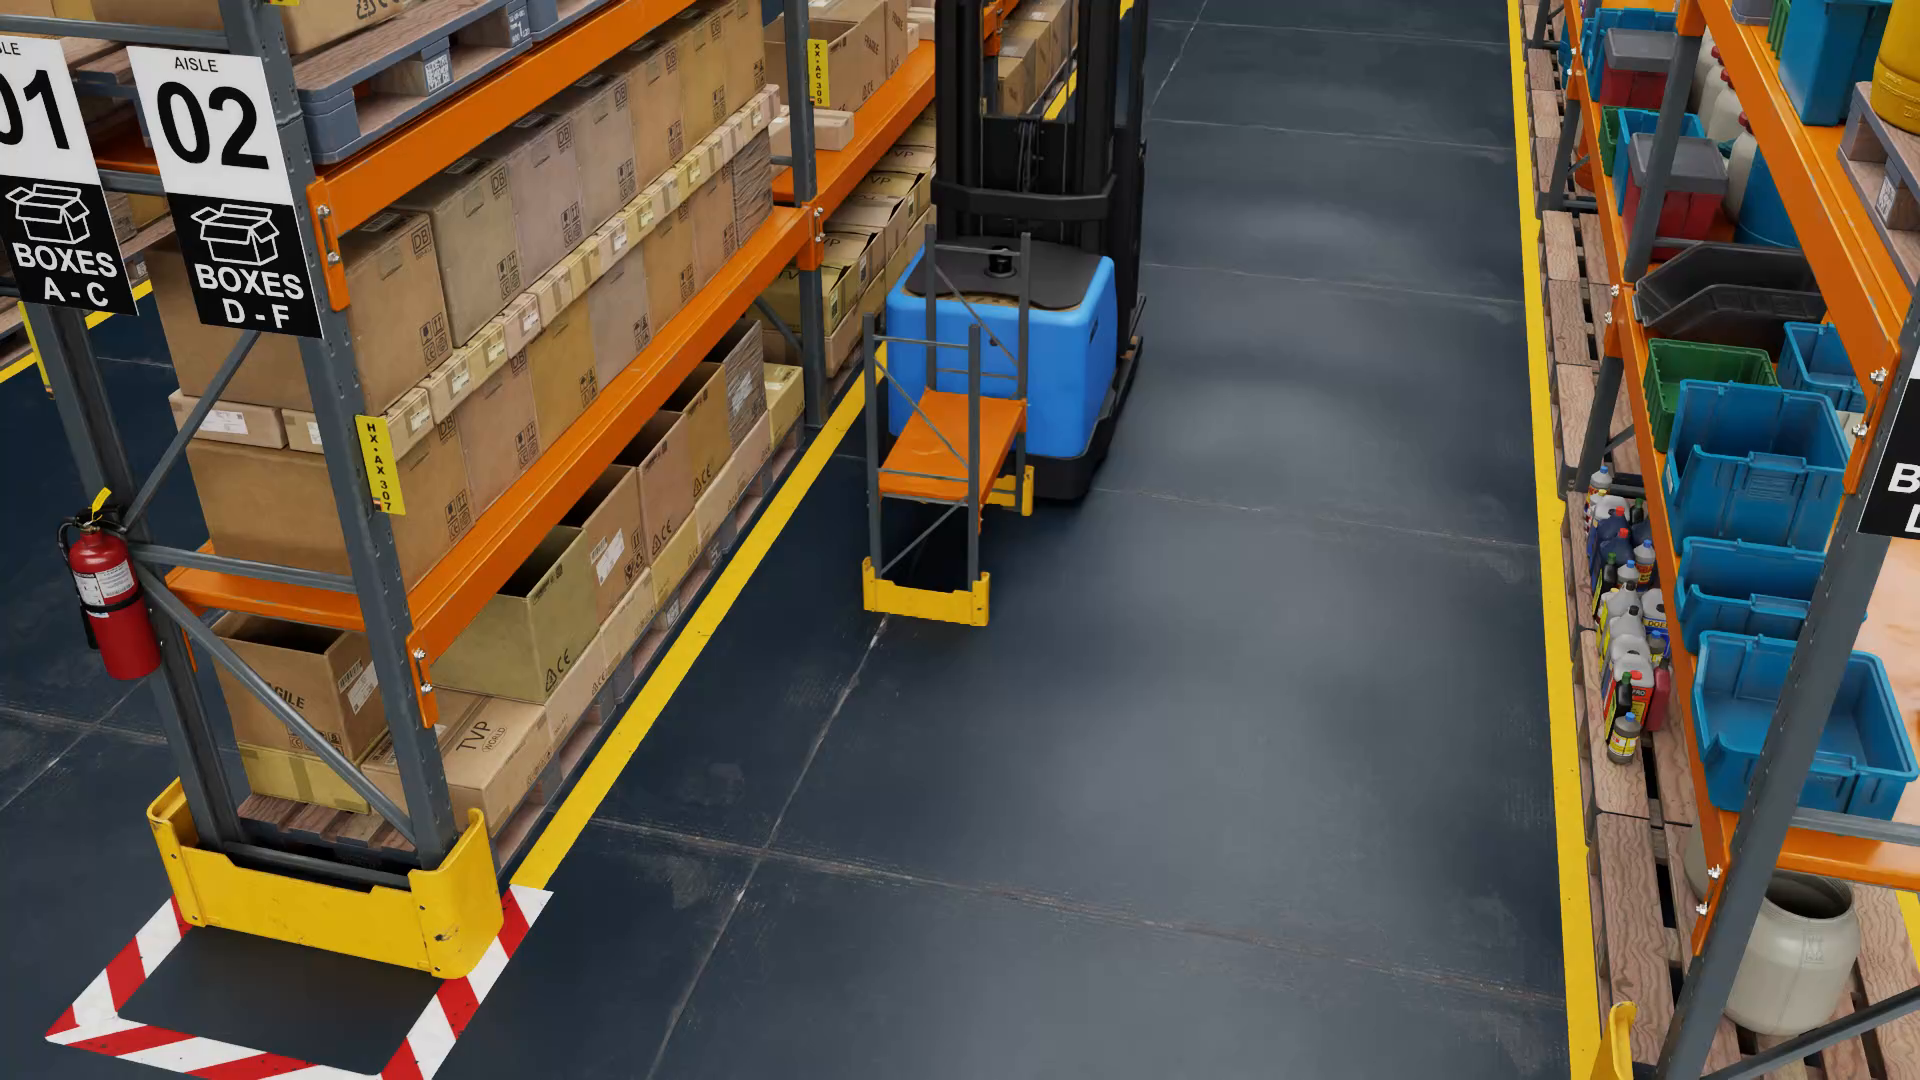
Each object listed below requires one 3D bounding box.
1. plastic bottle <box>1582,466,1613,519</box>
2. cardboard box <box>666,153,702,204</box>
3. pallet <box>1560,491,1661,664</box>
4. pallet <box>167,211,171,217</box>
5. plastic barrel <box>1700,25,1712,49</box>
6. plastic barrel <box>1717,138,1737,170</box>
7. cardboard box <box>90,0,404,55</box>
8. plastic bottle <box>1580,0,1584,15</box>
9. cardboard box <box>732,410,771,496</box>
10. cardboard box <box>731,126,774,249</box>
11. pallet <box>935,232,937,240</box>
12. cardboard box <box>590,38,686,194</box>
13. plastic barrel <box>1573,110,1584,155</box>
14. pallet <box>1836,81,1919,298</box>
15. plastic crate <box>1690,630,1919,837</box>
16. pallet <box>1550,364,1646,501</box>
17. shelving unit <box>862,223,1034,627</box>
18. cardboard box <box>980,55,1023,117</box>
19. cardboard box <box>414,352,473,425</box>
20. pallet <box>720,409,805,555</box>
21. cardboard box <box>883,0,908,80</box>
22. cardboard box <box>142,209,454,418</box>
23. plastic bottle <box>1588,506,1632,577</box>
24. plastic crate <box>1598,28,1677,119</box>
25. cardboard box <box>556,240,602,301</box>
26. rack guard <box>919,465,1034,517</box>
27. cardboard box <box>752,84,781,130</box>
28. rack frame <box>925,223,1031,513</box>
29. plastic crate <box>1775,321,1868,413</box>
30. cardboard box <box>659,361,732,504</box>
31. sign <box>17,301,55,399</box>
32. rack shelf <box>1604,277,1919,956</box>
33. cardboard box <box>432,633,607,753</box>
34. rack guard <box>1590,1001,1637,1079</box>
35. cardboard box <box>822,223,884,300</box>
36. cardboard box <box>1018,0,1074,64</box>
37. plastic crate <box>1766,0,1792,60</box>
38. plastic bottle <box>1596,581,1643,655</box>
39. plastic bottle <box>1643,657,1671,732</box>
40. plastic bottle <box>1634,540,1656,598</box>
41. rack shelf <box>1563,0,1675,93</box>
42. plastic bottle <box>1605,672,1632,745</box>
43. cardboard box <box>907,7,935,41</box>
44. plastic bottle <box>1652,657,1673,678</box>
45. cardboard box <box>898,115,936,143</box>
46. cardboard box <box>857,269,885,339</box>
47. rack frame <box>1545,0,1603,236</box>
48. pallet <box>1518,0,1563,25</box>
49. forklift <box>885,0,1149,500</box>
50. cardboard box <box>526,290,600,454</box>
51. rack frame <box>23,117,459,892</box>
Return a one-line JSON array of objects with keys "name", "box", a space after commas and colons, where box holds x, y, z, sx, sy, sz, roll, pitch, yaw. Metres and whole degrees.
[{"name": "plastic bottle", "box": [3.051, -0.228, 7.945, 0.097, 0.271, 0.097, 0, 32, 0]}, {"name": "cardboard box", "box": [-1.356, -1.593, 7.263, 0.380, 0.149, 0.250, 8, 33, 12]}, {"name": "pallet", "box": [3.345, 0.221, 7.706, 1.003, 0.211, 1.213, 8, 33, 12]}, {"name": "pallet", "box": [-5.523, -2.510, 12.002, 1.003, 0.211, 1.213, 8, 33, 12]}, {"name": "plastic barrel", "box": [4.517, -2.859, 9.847, 0.421, 0.512, 0.421, 0, 32, 0]}, {"name": "plastic barrel", "box": [4.040, -1.907, 8.582, 0.301, 0.262, 0.301, 0, 32, 0]}, {"name": "cardboard box", "box": [-2.099, -1.743, 4.782, 0.797, 0.503, 0.637, 10, 34, 16]}, {"name": "plastic bottle", "box": [4.367, -3.736, 11.516, 0.097, 0.201, 0.097, 0, 32, 0]}, {"name": "cardboard box", "box": [-1.277, -0.464, 8.355, 0.500, 0.250, 0.500, 8, 33, 12]}, {"name": "cardboard box", "box": [-1.341, -1.787, 8.171, 0.700, 0.500, 0.500, 7, 33, 11]}, {"name": "pallet", "box": [-0.777, -1.821, 10.918, 1.003, 0.211, 1.213, 8, 33, 12]}, {"name": "cardboard box", "box": [-1.595, -1.812, 7.002, 0.700, 0.500, 0.500, 8, 33, 12]}, {"name": "plastic barrel", "box": [4.736, -3.064, 12.201, 0.421, 0.512, 0.421, 0, 32, 0]}, {"name": "pallet", "box": [2.846, -0.826, 4.133, 1.003, 0.211, 1.213, 8, 33, 12]}, {"name": "plastic crate", "box": [2.379, 0.539, 4.745, 0.499, 0.251, 0.616, 8, 33, 12]}, {"name": "pallet", "box": [3.718, -0.535, 8.895, 1.003, 0.211, 1.213, 8, 33, 12]}, {"name": "shelving unit", "box": [-0.038, -0.550, 7.716, 0.587, 1.500, 1.083, 8, 33, 12]}, {"name": "cardboard box", "box": [0.173, -3.379, 12.689, 0.500, 0.500, 0.500, 9, 34, 14]}, {"name": "cardboard box", "box": [-1.877, -0.527, 5.586, 0.380, 0.149, 0.250, 7, 33, 11]}, {"name": "pallet", "box": [-1.476, -0.392, 8.669, 1.003, 0.211, 1.213, 8, 33, 12]}, {"name": "cardboard box", "box": [-0.629, -3.220, 10.427, 0.500, 0.500, 0.500, 6, 33, 10]}, {"name": "cardboard box", "box": [-2.105, -0.757, 5.343, 0.700, 0.500, 0.500, 8, 33, 13]}, {"name": "plastic bottle", "box": [2.950, -0.005, 7.520, 0.144, 0.351, 0.185, 9, 34, 14]}, {"name": "plastic crate", "box": [3.865, -2.605, 9.492, 0.402, 0.464, 0.583, 8, 33, 12]}, {"name": "cardboard box", "box": [-1.616, -1.059, 6.421, 0.380, 0.149, 0.250, 8, 33, 12]}, {"name": "rack guard", "box": [0.082, -0.281, 8.460, 0.587, 0.250, 0.087, 8, 33, 12]}, {"name": "cardboard box", "box": [-1.096, -2.121, 8.093, 0.380, 0.149, 0.250, 8, 33, 12]}, {"name": "rack frame", "box": [0.082, -0.810, 8.125, 0.500, 1.500, 0.032, 8, 33, 12]}, {"name": "plastic crate", "box": [3.538, -0.625, 6.576, 0.499, 0.251, 0.616, 8, 33, 12]}, {"name": "cardboard box", "box": [-1.402, -0.520, 7.745, 0.500, 0.500, 0.500, 8, 33, 12]}, {"name": "sign", "box": [-2.771, -0.569, 5.050, 0.100, 0.325, 0.005, 8, 33, 12]}, {"name": "rack shelf", "box": [3.049, 0.042, 6.058, 1.077, 0.370, 4.000, 8, 33, 12]}, {"name": "cardboard box", "box": [-1.775, 0.575, 6.720, 0.500, 0.250, 0.500, 8, 33, 12]}, {"name": "rack guard", "box": [2.515, 1.786, 4.975, 1.175, 0.500, 0.348, 8, 33, 12]}, {"name": "cardboard box", "box": [-0.756, -1.669, 9.727, 0.500, 0.311, 0.500, 8, 33, 12]}, {"name": "cardboard box", "box": [0.687, -4.447, 14.369, 0.500, 0.500, 0.500, 8, 33, 13]}, {"name": "plastic crate", "box": [2.892, -1.694, 5.520, 0.336, 0.188, 0.450, 8, 33, 12]}, {"name": "plastic bottle", "box": [2.794, 0.314, 7.019, 0.144, 0.351, 0.185, 8, 33, 12]}, {"name": "plastic bottle", "box": [2.777, 0.612, 6.614, 0.061, 0.283, 0.133, 8, 33, 12]}, {"name": "plastic bottle", "box": [3.030, 0.121, 7.397, 0.097, 0.271, 0.097, 0, 32, 0]}, {"name": "rack shelf", "box": [5.079, -4.109, 12.588, 1.077, 0.370, 4.000, 8, 33, 12]}, {"name": "plastic bottle", "box": [2.595, 0.661, 6.535, 0.061, 0.283, 0.133, 9, 33, 14]}, {"name": "cardboard box", "box": [-0.180, -3.441, 11.101, 0.380, 0.149, 0.250, 8, 33, 12]}, {"name": "plastic bottle", "box": [2.834, 0.567, 6.760, 0.097, 0.201, 0.097, 0, 32, 0]}, {"name": "cardboard box", "box": [-0.239, -2.729, 11.395, 0.500, 0.311, 0.500, 8, 33, 12]}, {"name": "cardboard box", "box": [-0.761, -1.433, 9.880, 0.500, 0.250, 0.500, 9, 33, 14]}, {"name": "rack frame", "box": [4.571, -3.375, 10.763, 1.000, 3.000, 0.127, 8, 33, 12]}, {"name": "pallet", "box": [6.043, -5.296, 16.383, 1.003, 0.211, 1.213, 8, 33, 12]}, {"name": "forklift", "box": [0.469, -2.223, 9.015, 1.130, 2.935, 3.031, 8, 33, 12]}, {"name": "cardboard box", "box": [-1.858, -0.712, 6.482, 0.700, 0.500, 0.500, 8, 33, 13]}, {"name": "rack frame", "box": [-2.249, 0.100, 5.296, 1.000, 3.000, 0.127, 8, 33, 12]}]
